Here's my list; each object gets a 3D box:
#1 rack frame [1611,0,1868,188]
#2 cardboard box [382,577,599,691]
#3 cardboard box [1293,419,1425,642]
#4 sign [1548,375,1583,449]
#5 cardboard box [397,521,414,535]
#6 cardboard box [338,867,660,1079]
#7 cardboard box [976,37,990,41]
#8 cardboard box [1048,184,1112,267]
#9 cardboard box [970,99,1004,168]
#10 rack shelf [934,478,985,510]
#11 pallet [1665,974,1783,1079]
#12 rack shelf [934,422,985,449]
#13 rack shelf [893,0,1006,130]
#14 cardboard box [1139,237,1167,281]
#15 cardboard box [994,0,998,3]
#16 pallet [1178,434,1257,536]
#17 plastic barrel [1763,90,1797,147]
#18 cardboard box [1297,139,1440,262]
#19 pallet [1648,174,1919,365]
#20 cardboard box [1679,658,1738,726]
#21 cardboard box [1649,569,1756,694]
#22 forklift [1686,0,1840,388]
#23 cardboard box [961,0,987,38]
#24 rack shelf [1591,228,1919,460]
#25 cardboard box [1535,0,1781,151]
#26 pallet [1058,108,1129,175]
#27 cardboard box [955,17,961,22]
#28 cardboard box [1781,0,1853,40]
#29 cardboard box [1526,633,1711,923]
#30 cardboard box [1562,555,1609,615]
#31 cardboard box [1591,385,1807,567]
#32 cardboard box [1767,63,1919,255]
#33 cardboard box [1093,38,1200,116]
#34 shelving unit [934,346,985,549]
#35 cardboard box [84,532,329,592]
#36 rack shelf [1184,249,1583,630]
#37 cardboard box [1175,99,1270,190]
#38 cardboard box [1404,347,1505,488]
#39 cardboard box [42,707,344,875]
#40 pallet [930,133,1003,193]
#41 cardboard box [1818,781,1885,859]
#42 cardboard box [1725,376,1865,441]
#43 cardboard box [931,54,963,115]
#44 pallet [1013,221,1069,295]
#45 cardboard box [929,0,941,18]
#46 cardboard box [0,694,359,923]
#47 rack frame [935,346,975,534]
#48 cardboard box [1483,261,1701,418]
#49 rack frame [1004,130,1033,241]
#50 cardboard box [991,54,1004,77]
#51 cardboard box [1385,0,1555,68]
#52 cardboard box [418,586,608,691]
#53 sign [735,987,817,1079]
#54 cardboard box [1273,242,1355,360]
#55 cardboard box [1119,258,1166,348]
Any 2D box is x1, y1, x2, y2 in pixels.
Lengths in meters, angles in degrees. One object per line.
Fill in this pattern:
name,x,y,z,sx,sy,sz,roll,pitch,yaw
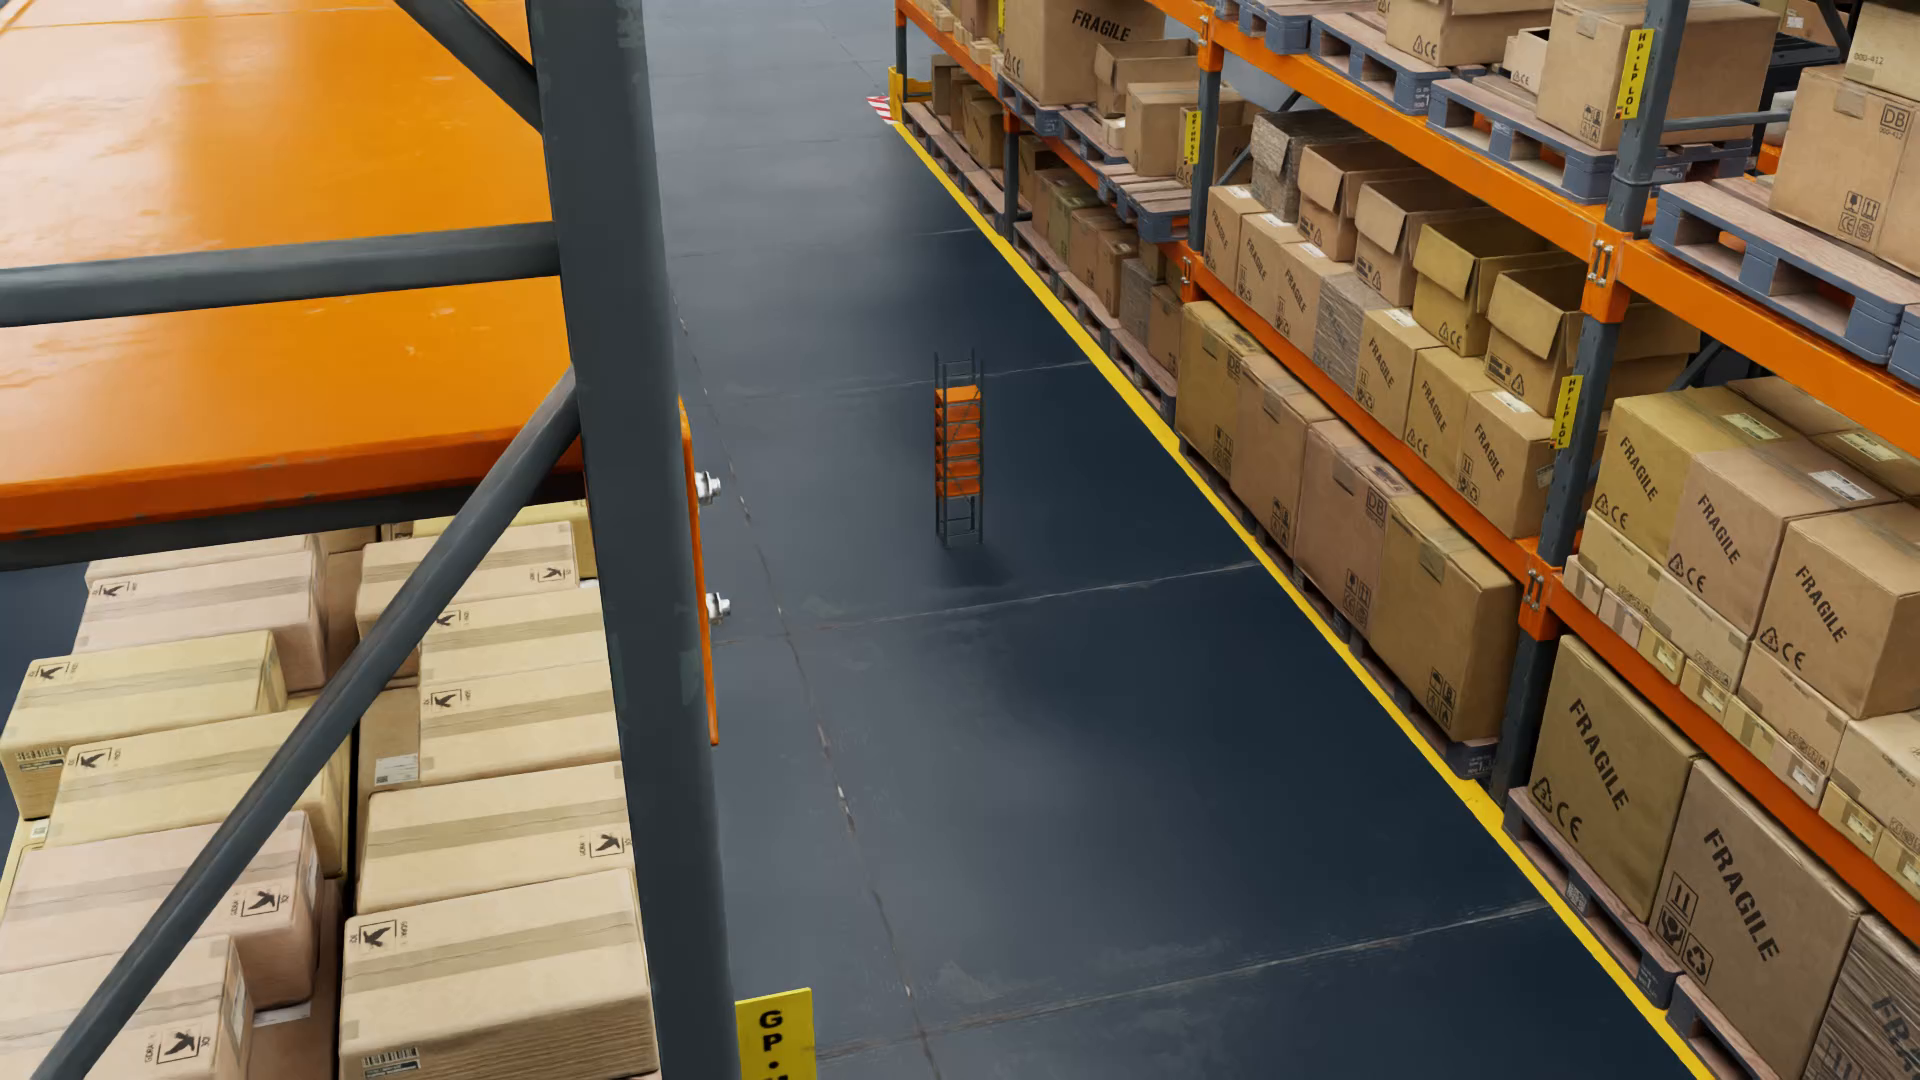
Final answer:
rack frame,3.005,-2.729,5.713,1.000,3.000,0.127,-8,31,-13
cardboard box,-0.870,0.216,3.269,0.500,0.250,0.500,-7,31,-13
cardboard box,2.578,-0.132,8.917,1.225,0.875,0.875,-9,31,-15
sign,2.485,-0.522,6.812,0.100,0.325,0.005,-8,31,-13
cardboard box,-0.992,-0.153,3.509,0.380,0.149,0.250,-7,31,-12
cardboard box,-0.608,0.601,2.206,0.380,0.149,0.250,-8,31,-14
cardboard box,0.363,-4.447,14.921,0.380,0.149,0.250,-8,31,-13
cardboard box,1.132,-2.572,13.487,0.700,0.500,0.500,-8,31,-14
cardboard box,0.414,-3.860,15.731,0.500,0.500,0.500,-11,32,-18
rack shelf,-0.004,-0.280,9.835,0.258,0.103,0.180,-8,31,-13
pallet,3.459,2.043,6.242,1.003,0.211,1.213,-8,31,-13
rack shelf,-0.004,-0.592,9.655,0.258,0.103,0.180,-8,31,-13
rack shelf,0.351,-4.651,15.740,1.077,0.370,4.000,-8,31,-13
cardboard box,1.586,-2.072,11.874,0.500,0.250,0.500,-4,30,-8
cardboard box,0.497,-4.782,13.853,0.500,0.500,0.500,-8,31,-13
pallet,2.080,-0.467,10.577,1.003,0.211,1.213,-8,31,-13
plastic barrel,6.240,-3.240,12.472,0.421,0.512,0.421,0,30,0
cardboard box,2.292,-1.871,9.119,0.797,0.503,0.637,-7,31,-12
pallet,3.212,-0.996,5.801,1.003,0.211,1.213,-8,31,-13
cardboard box,2.975,0.544,6.297,0.380,0.149,0.250,-9,31,-15
cardboard box,3.005,0.306,6.310,0.500,0.250,0.500,-8,31,-14
forklift,4.864,-2.213,10.878,3.031,2.935,1.130,-11,32,-18
cardboard box,0.493,-4.868,15.000,0.875,0.500,0.500,-8,31,-13
rack shelf,3.536,-0.153,4.975,1.077,0.370,4.000,-8,31,-13
cardboard box,2.842,-1.934,6.815,0.700,0.500,0.500,-7,31,-12
pallet,1.379,-2.932,12.244,1.003,0.211,1.213,-8,31,-13
cardboard box,0.165,-4.810,15.547,0.380,0.149,0.250,-8,31,-13
cardboard box,9.580,-5.790,18.567,0.500,0.500,0.500,-8,31,-13
cardboard box,3.103,0.935,7.073,0.875,0.875,0.875,-8,31,-13
cardboard box,2.763,0.163,6.955,0.380,0.149,0.250,-8,31,-13
cardboard box,2.886,-0.255,6.532,0.500,0.500,0.500,-8,31,-13
cardboard box,3.271,-1.329,5.669,0.700,0.500,0.500,-10,31,-16
cardboard box,1.431,-3.398,12.335,0.797,0.503,0.637,-5,30,-8
shelving unit,-0.004,-0.526,9.693,0.258,1.200,0.189,-8,31,-13
cardboard box,-1.423,0.044,3.169,0.380,0.149,0.250,-7,31,-12
rack shelf,2.474,-0.787,9.064,1.077,0.370,4.000,-8,31,-13
cardboard box,1.762,-2.545,10.864,0.500,0.500,0.500,-12,32,-19
cardboard box,2.493,-0.605,7.932,0.500,0.500,0.500,-7,31,-12
cardboard box,-1.153,0.411,2.536,0.380,0.149,0.250,-9,31,-15
pallet,0.342,-3.699,16.162,1.003,0.211,1.213,-8,31,-13
cardboard box,3.178,0.916,5.655,0.380,0.149,0.250,-9,31,-15
cardboard box,3.385,-0.334,6.668,0.500,0.500,0.500,-7,31,-12
cardboard box,-0.030,-4.724,17.225,0.500,0.500,0.500,-2,30,-4
pallet,1.090,-2.413,13.940,1.003,0.211,1.213,-8,31,-13
cardboard box,-0.088,-5.164,16.160,0.380,0.149,0.250,-8,31,-13
cardboard box,-1.247,0.525,2.736,0.500,0.250,0.500,-9,31,-15
rack frame,-0.028,-0.570,9.769,0.240,1.200,0.006,-8,31,-13
cardboard box,2.828,-0.917,7.470,0.797,0.503,0.637,-9,31,-15
rack frame,0.882,-3.996,13.891,1.000,3.000,0.127,-8,31,-13
cardboard box,0.484,-4.074,14.276,0.380,0.149,0.250,-8,31,-13
cardboard box,2.506,-2.605,7.971,0.797,0.503,0.637,-8,31,-14
cardboard box,-0.724,0.218,2.869,0.380,0.149,0.250,-7,31,-13
sign,-0.219,0.662,1.977,0.100,0.325,0.005,-8,31,-13
cardboard box,2.089,-1.341,9.204,0.500,0.500,0.500,-8,31,-14
cardboard box,1.587,-1.760,12.084,0.700,0.500,0.500,-10,32,-17
